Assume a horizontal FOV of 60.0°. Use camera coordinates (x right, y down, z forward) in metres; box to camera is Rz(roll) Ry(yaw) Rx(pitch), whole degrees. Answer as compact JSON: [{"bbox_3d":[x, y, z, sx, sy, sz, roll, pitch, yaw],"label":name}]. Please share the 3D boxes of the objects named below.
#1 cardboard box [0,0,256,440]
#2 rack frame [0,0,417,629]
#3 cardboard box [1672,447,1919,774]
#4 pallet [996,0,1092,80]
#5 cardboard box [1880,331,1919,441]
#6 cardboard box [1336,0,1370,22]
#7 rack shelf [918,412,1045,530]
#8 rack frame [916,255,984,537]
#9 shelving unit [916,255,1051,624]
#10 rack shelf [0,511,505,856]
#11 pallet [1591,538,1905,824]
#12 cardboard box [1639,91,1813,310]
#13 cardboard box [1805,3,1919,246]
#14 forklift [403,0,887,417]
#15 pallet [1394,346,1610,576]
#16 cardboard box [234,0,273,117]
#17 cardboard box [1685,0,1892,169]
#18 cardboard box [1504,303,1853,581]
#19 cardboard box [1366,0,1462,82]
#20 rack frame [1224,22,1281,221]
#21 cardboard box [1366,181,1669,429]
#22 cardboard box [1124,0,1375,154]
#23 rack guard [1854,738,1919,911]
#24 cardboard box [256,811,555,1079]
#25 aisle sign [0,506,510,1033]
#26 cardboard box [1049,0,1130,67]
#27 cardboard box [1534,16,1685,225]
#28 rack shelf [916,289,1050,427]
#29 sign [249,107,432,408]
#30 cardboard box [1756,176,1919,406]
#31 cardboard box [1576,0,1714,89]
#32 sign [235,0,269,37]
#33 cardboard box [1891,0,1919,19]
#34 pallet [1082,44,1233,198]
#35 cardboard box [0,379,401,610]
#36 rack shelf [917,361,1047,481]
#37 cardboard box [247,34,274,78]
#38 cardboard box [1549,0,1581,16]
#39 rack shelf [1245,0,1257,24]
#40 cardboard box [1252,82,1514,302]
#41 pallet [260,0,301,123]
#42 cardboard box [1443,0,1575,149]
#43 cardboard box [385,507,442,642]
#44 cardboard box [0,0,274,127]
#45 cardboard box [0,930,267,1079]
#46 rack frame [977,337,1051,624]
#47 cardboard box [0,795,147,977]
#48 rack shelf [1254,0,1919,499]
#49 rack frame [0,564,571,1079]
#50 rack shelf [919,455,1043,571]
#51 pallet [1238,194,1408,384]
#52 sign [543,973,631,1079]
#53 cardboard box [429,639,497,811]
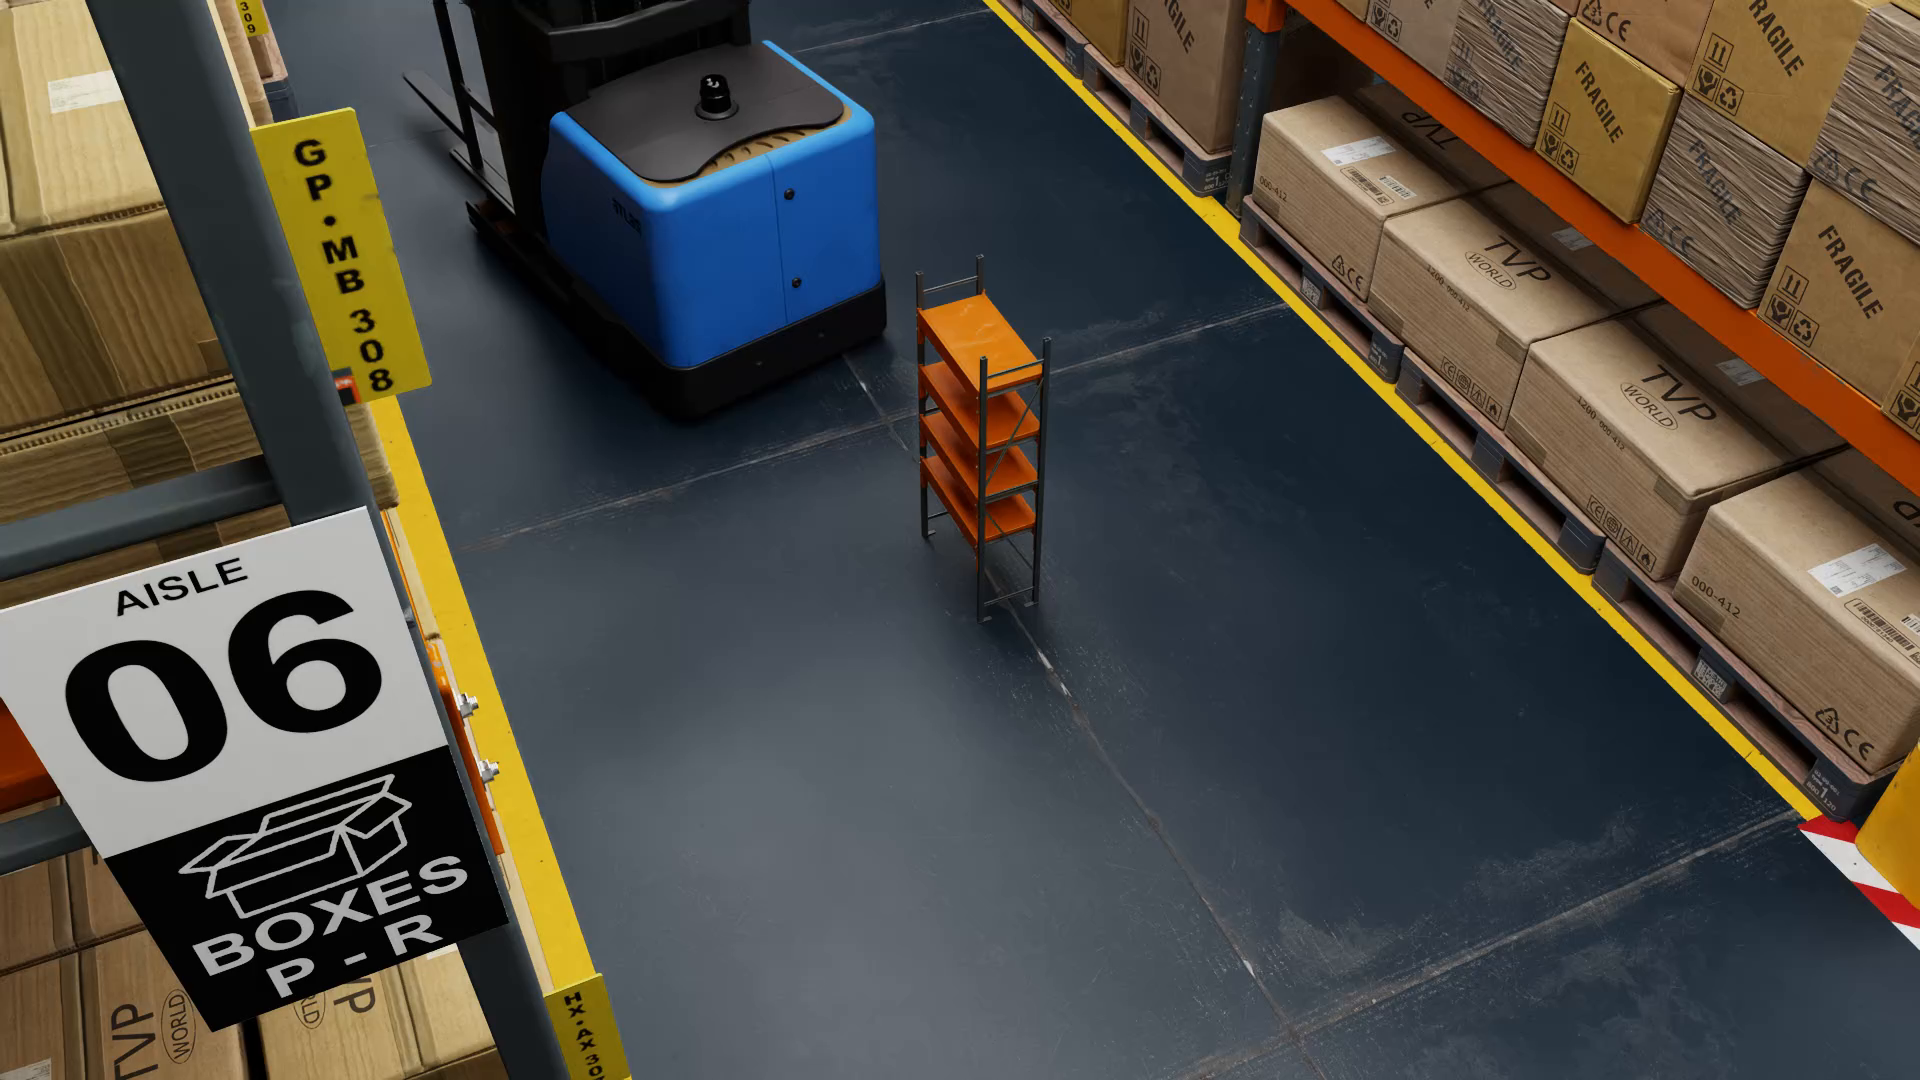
[{"bbox_3d":[-1.053,-0.382,1.905,0.500,0.250,0.500,-19,48,-18],"label":"cardboard box"},{"bbox_3d":[-1.094,-0.863,0.717,1.000,3.000,0.127,-18,47,-17],"label":"rack frame"},{"bbox_3d":[3.039,0.176,5.461,0.875,0.438,0.875,-20,48,-19],"label":"cardboard box"},{"bbox_3d":[0.816,-3.000,9.140,1.003,0.211,1.213,-18,47,-17],"label":"pallet"},{"bbox_3d":[2.965,-0.460,4.510,0.500,0.500,0.500,-18,47,-17],"label":"cardboard box"},{"bbox_3d":[1.685,-2.404,6.479,0.500,0.500,0.500,-17,47,-16],"label":"cardboard box"},{"bbox_3d":[0.070,-0.274,5.769,0.258,0.148,0.480,-18,47,-17],"label":"rack shelf"},{"bbox_3d":[-0.033,-0.477,5.879,0.240,1.200,0.015,-18,47,-17],"label":"rack frame"},{"bbox_3d":[0.070,-0.322,5.722,0.258,1.200,0.503,-18,47,-17],"label":"shelving unit"},{"bbox_3d":[-1.935,-0.814,3.315,1.077,0.370,4.000,-18,47,-17],"label":"rack shelf"},{"bbox_3d":[3.000,0.311,5.785,1.003,0.211,1.213,-18,47,-17],"label":"pallet"},{"bbox_3d":[2.542,-1.110,5.168,0.500,0.500,0.500,-17,47,-16],"label":"cardboard box"},{"bbox_3d":[2.742,-1.148,4.495,0.500,0.500,0.500,-18,47,-17],"label":"cardboard box"},{"bbox_3d":[-1.603,-2.523,6.720,1.130,2.935,3.031,-28,51,-26],"label":"forklift"},{"bbox_3d":[2.491,-0.466,6.572,1.003,0.211,1.213,-18,47,-17],"label":"pallet"},{"bbox_3d":[-1.469,-0.859,2.744,0.500,0.250,0.500,-19,48,-19],"label":"cardboard box"},{"bbox_3d":[2.537,-1.465,4.816,0.500,0.500,0.500,-18,47,-18],"label":"cardboard box"},{"bbox_3d":[2.647,-0.405,6.050,0.875,0.438,0.875,-17,47,-16],"label":"cardboard box"},{"bbox_3d":[1.893,-2.082,6.153,0.500,0.500,0.500,-18,47,-17],"label":"cardboard box"},{"bbox_3d":[1.726,-2.745,6.896,1.000,3.000,0.127,-18,47,-17],"label":"rack frame"},{"bbox_3d":[2.269,-0.980,6.633,0.875,0.438,0.875,-19,48,-19],"label":"cardboard box"},{"bbox_3d":[1.392,-2.509,7.871,0.875,0.875,0.875,-17,47,-16],"label":"cardboard box"},{"bbox_3d":[3.418,0.709,5.175,1.175,0.500,0.348,-18,47,-17],"label":"rack guard"},{"bbox_3d":[-1.041,0.851,3.146,0.500,0.250,0.500,-18,47,-17],"label":"cardboard box"},{"bbox_3d":[-0.799,0.304,1.955,0.394,0.787,0.004,-18,47,-17],"label":"aisle sign"},{"bbox_3d":[1.006,-3.083,8.452,0.875,0.875,0.875,-17,47,-16],"label":"cardboard box"},{"bbox_3d":[2.313,-1.435,5.497,0.500,0.500,0.500,-17,47,-16],"label":"cardboard box"},{"bbox_3d":[0.070,-0.601,5.446,0.258,0.148,0.480,-18,47,-17],"label":"rack shelf"},{"bbox_3d":[-0.602,-0.267,1.627,0.100,0.325,0.005,-18,47,-17],"label":"sign"},{"bbox_3d":[2.767,-0.785,4.838,0.500,0.500,0.500,-19,48,-18],"label":"cardboard box"},{"bbox_3d":[2.328,-1.786,5.141,0.500,0.500,0.500,-18,47,-18],"label":"cardboard box"},{"bbox_3d":[-2.287,-1.750,5.271,0.100,0.325,0.005,-18,47,-17],"label":"sign"},{"bbox_3d":[2.693,-1.455,4.344,0.380,0.149,0.250,-17,47,-17],"label":"cardboard box"},{"bbox_3d":[1.333,-2.221,8.351,1.003,0.211,1.213,-18,47,-17],"label":"pallet"},{"bbox_3d":[-1.033,-0.211,2.088,0.500,0.250,0.500,-19,48,-18],"label":"cardboard box"},{"bbox_3d":[0.070,-0.433,5.612,0.258,0.148,0.480,-18,47,-17],"label":"rack shelf"},{"bbox_3d":[-2.777,-1.836,5.605,0.700,0.500,0.500,-17,47,-16],"label":"cardboard box"},{"bbox_3d":[2.118,-2.108,5.467,0.500,0.500,0.500,-17,47,-17],"label":"cardboard box"},{"bbox_3d":[0.885,-3.763,8.440,1.077,0.370,4.000,-18,47,-17],"label":"rack shelf"},{"bbox_3d":[1.892,-1.550,7.211,0.875,0.438,0.875,-19,48,-18],"label":"cardboard box"},{"bbox_3d":[-3.013,-1.750,6.024,1.003,0.211,1.213,-18,47,-17],"label":"pallet"},{"bbox_3d":[2.097,-1.763,5.830,0.500,0.500,0.500,-18,47,-17],"label":"cardboard box"},{"bbox_3d":[-1.469,0.208,3.798,0.500,0.250,0.500,-19,48,-18],"label":"cardboard box"},{"bbox_3d":[-1.250,-0.712,2.239,0.500,0.250,0.500,-18,47,-18],"label":"cardboard box"},{"bbox_3d":[-1.529,1.005,2.990,0.500,0.250,0.500,-17,47,-16],"label":"cardboard box"},{"bbox_3d":[0.172,-0.166,5.564,0.240,1.200,0.015,-18,47,-17],"label":"rack frame"},{"bbox_3d":[-1.744,0.676,3.324,0.500,0.250,0.500,-18,47,-17],"label":"cardboard box"},{"bbox_3d":[2.567,-1.214,5.857,1.077,0.370,4.000,-18,47,-17],"label":"rack shelf"},{"bbox_3d":[-1.094,1.273,2.825,1.000,3.000,0.127,-18,47,-17],"label":"rack frame"},{"bbox_3d":[0.070,-0.132,5.908,0.258,0.148,0.480,-18,47,-17],"label":"rack shelf"},{"bbox_3d":[1.974,-1.244,7.361,1.003,0.211,1.213,-18,47,-17],"label":"pallet"},{"bbox_3d":[-0.602,0.804,2.683,0.100,0.325,0.005,-18,47,-17],"label":"sign"},{"bbox_3d":[-1.253,0.530,3.472,0.500,0.250,0.500,-18,47,-17],"label":"cardboard box"}]
